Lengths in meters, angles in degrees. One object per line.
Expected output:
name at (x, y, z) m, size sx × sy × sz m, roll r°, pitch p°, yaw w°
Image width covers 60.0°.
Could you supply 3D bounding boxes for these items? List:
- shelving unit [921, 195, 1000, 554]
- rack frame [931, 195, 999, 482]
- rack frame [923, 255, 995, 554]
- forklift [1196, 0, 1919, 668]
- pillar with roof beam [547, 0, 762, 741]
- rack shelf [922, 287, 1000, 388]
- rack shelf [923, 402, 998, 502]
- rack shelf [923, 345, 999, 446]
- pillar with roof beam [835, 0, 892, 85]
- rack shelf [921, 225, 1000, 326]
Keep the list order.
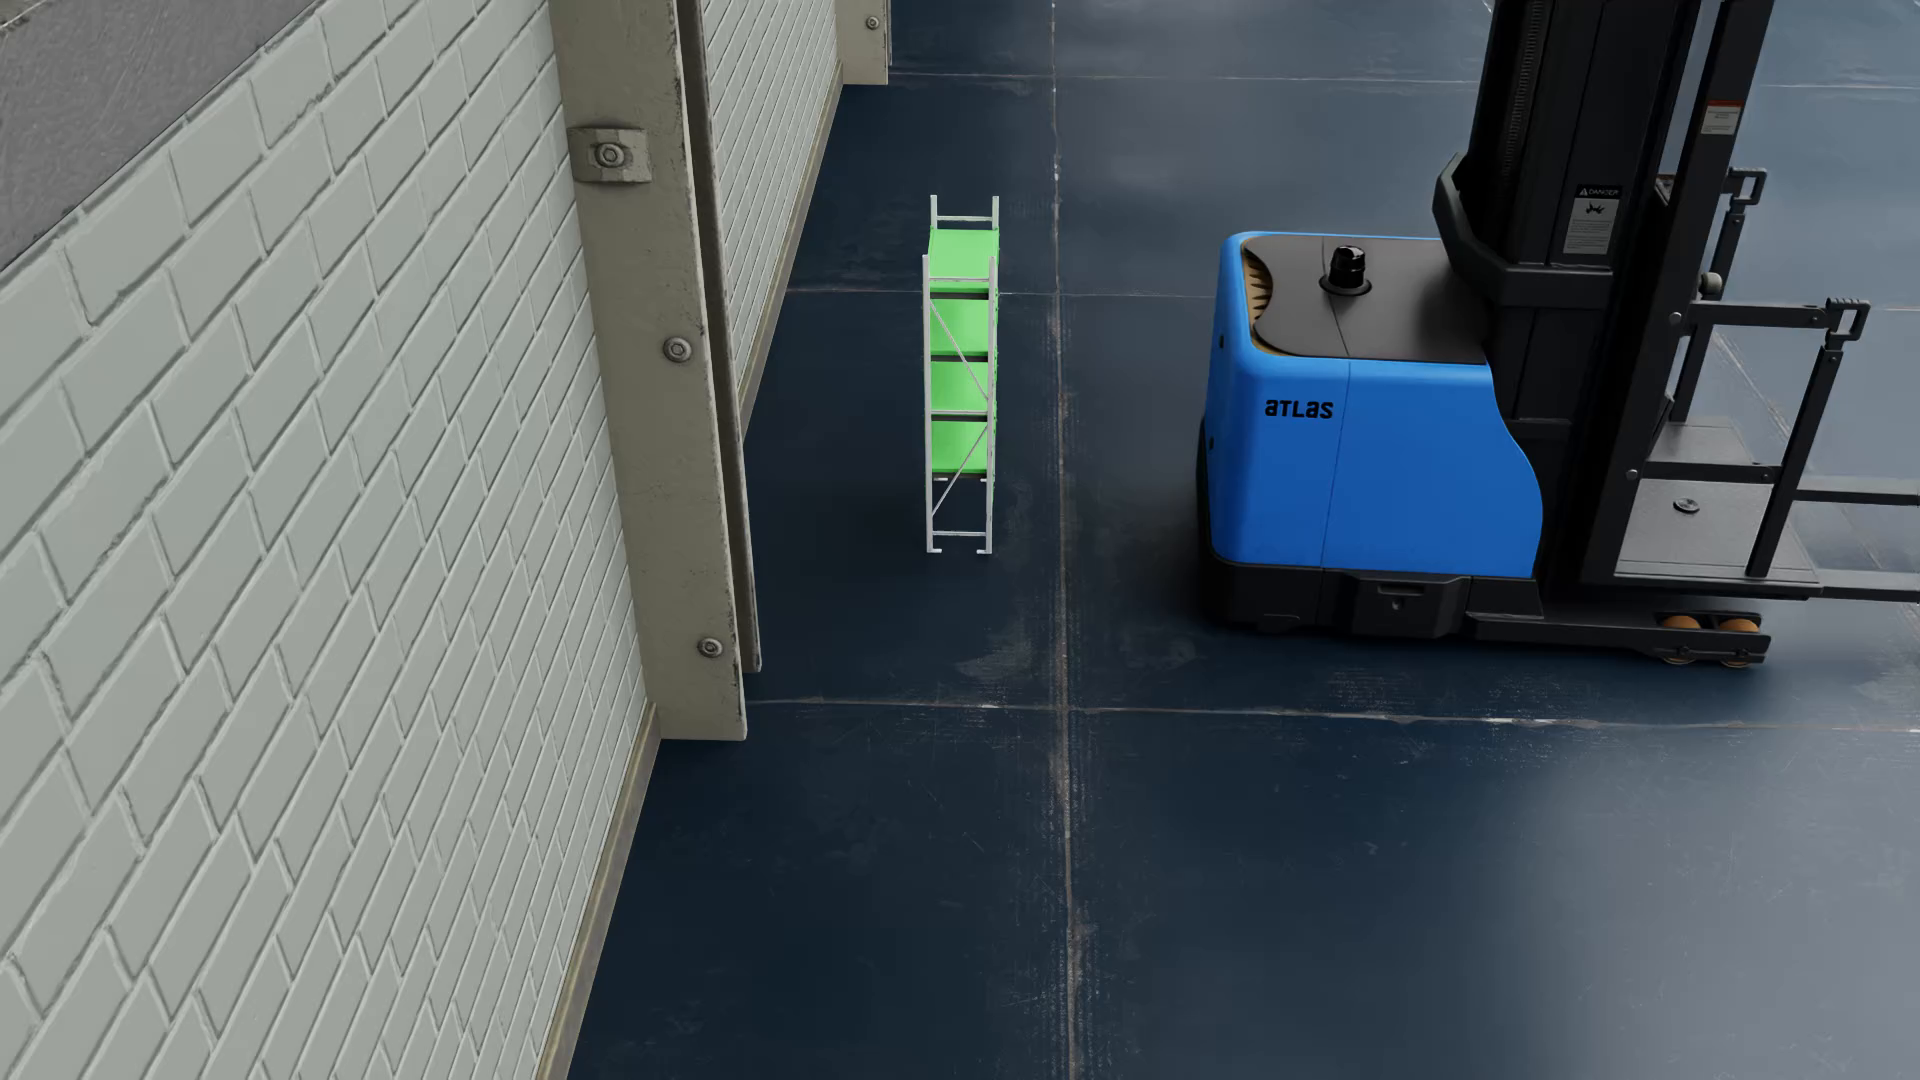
shelving unit at (0.007, -0.586, 6.040) m, size 0.258 × 1.200 × 0.503 m, roll 1°, pitch 35°, yaw 2°
rack frame at (0.016, -0.726, 6.240) m, size 0.240 × 1.200 × 0.015 m, roll 1°, pitch 35°, yaw 2°
rack frame at (-0.003, -0.446, 5.841) m, size 0.240 × 1.200 × 0.015 m, roll 1°, pitch 35°, yaw 2°
forklift at (2.394, -1.087, 5.248) m, size 3.031 × 2.935 × 1.130 m, roll 3°, pitch 35°, yaw 4°
pillar with roof beam at (3.465, -3.056, 2.773) m, size 9.100 × 9.000 × 0.400 m, roll 1°, pitch 35°, yaw 2°
rack shelf at (0.007, -0.730, 5.939) m, size 0.258 × 0.148 × 0.480 m, roll 1°, pitch 35°, yaw 2°
rack shelf at (0.007, -0.337, 6.215) m, size 0.258 × 0.148 × 0.480 m, roll 1°, pitch 35°, yaw 2°
rack shelf at (0.007, -0.534, 6.077) m, size 0.258 × 0.148 × 0.480 m, roll 1°, pitch 35°, yaw 2°
pillar with roof beam at (3.706, -6.504, 7.678) m, size 9.100 × 9.000 × 0.400 m, roll 1°, pitch 35°, yaw 2°
rack shelf at (0.007, -0.926, 5.801) m, size 0.258 × 0.148 × 0.480 m, roll 1°, pitch 35°, yaw 2°
